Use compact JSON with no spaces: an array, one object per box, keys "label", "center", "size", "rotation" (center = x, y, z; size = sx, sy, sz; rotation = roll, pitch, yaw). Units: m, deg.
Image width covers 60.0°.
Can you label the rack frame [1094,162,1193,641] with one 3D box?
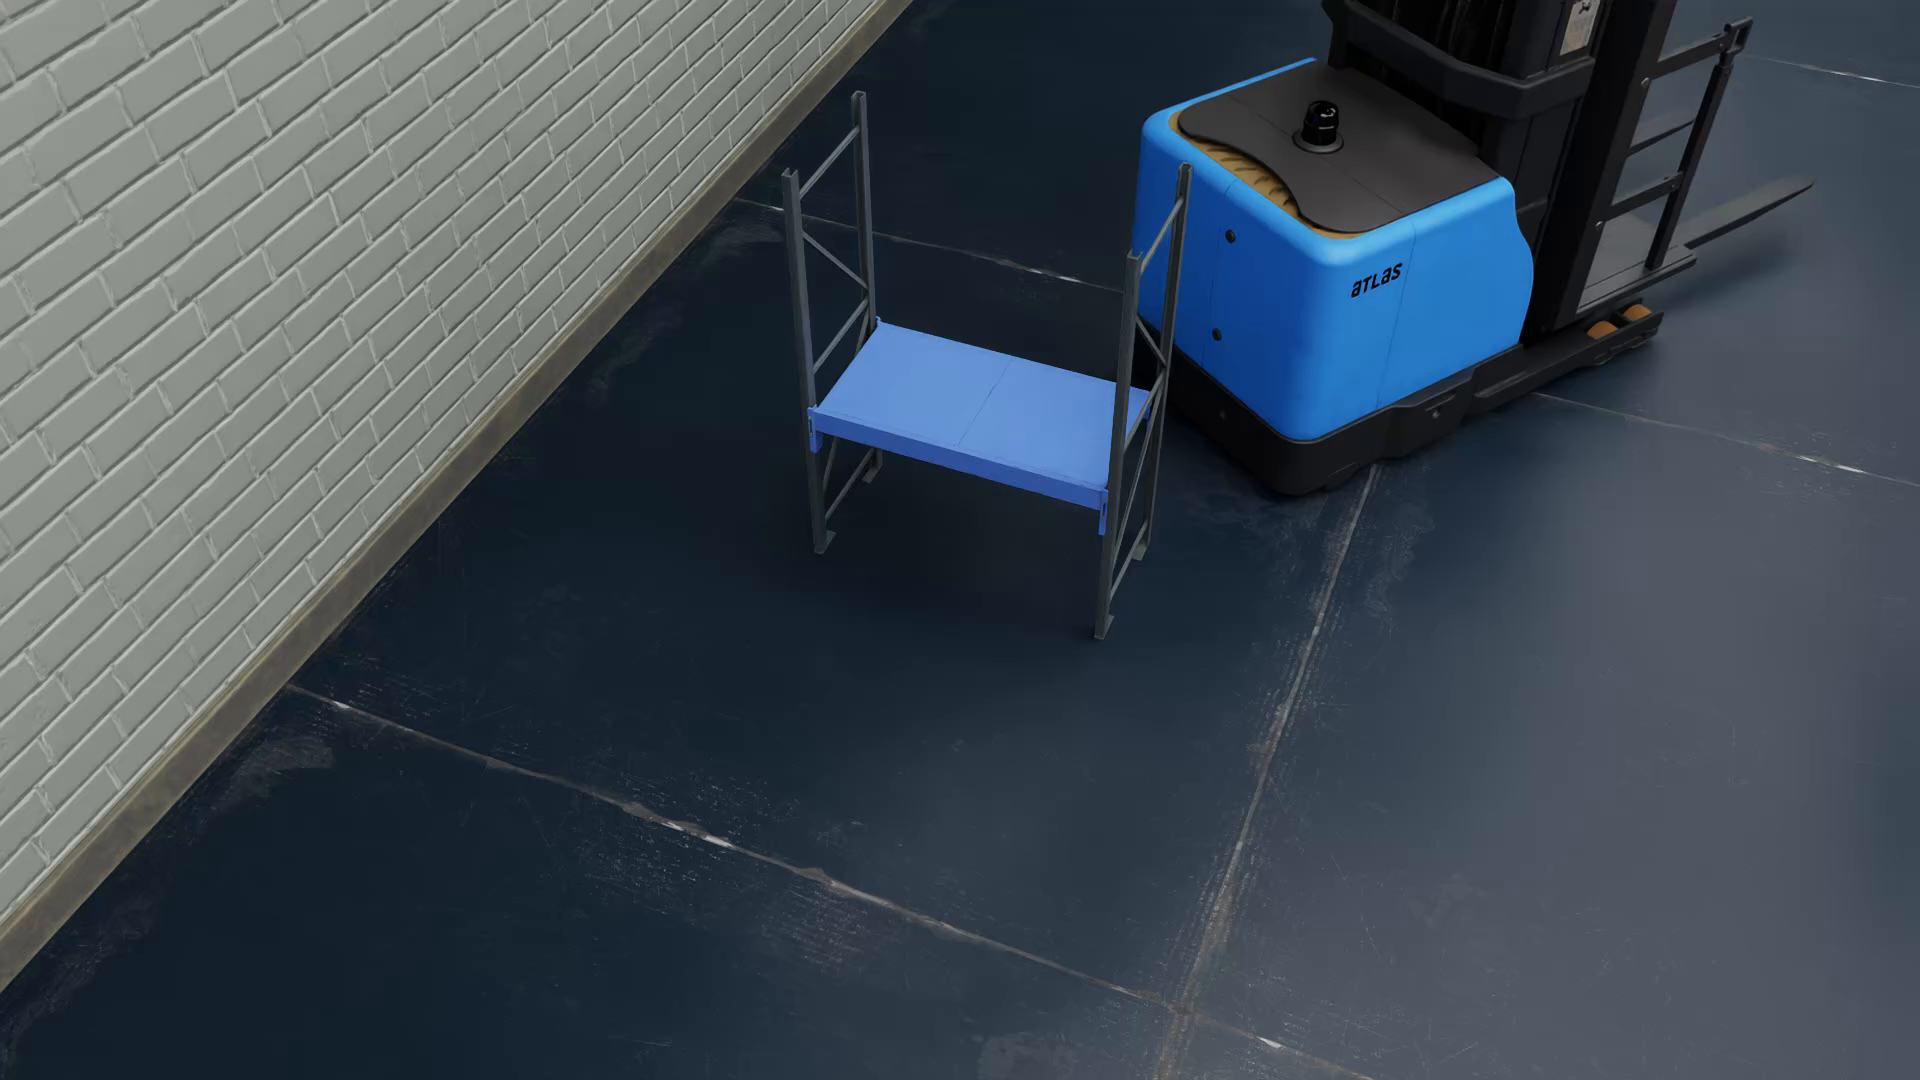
[{"label":"rack frame","center":[0.548,-0.370,5.059],"size":[0.032,1.500,0.500],"rotation":[16,47,16]}]

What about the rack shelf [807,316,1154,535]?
[{"label":"rack shelf","center":[0.079,-0.381,5.325],"size":[1.000,0.185,0.538],"rotation":[16,47,16]}]

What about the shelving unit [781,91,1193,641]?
[{"label":"shelving unit","center":[0.079,-0.509,5.198],"size":[1.048,1.500,0.538],"rotation":[16,47,16]}]

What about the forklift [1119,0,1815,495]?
[{"label":"forklift","center":[2.125,-2.006,5.688],"size":[3.031,2.935,1.130],"rotation":[-24,50,-23]}]

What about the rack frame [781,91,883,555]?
[{"label":"rack frame","center":[-0.390,-0.647,5.336],"size":[0.032,1.500,0.500],"rotation":[16,47,16]}]
